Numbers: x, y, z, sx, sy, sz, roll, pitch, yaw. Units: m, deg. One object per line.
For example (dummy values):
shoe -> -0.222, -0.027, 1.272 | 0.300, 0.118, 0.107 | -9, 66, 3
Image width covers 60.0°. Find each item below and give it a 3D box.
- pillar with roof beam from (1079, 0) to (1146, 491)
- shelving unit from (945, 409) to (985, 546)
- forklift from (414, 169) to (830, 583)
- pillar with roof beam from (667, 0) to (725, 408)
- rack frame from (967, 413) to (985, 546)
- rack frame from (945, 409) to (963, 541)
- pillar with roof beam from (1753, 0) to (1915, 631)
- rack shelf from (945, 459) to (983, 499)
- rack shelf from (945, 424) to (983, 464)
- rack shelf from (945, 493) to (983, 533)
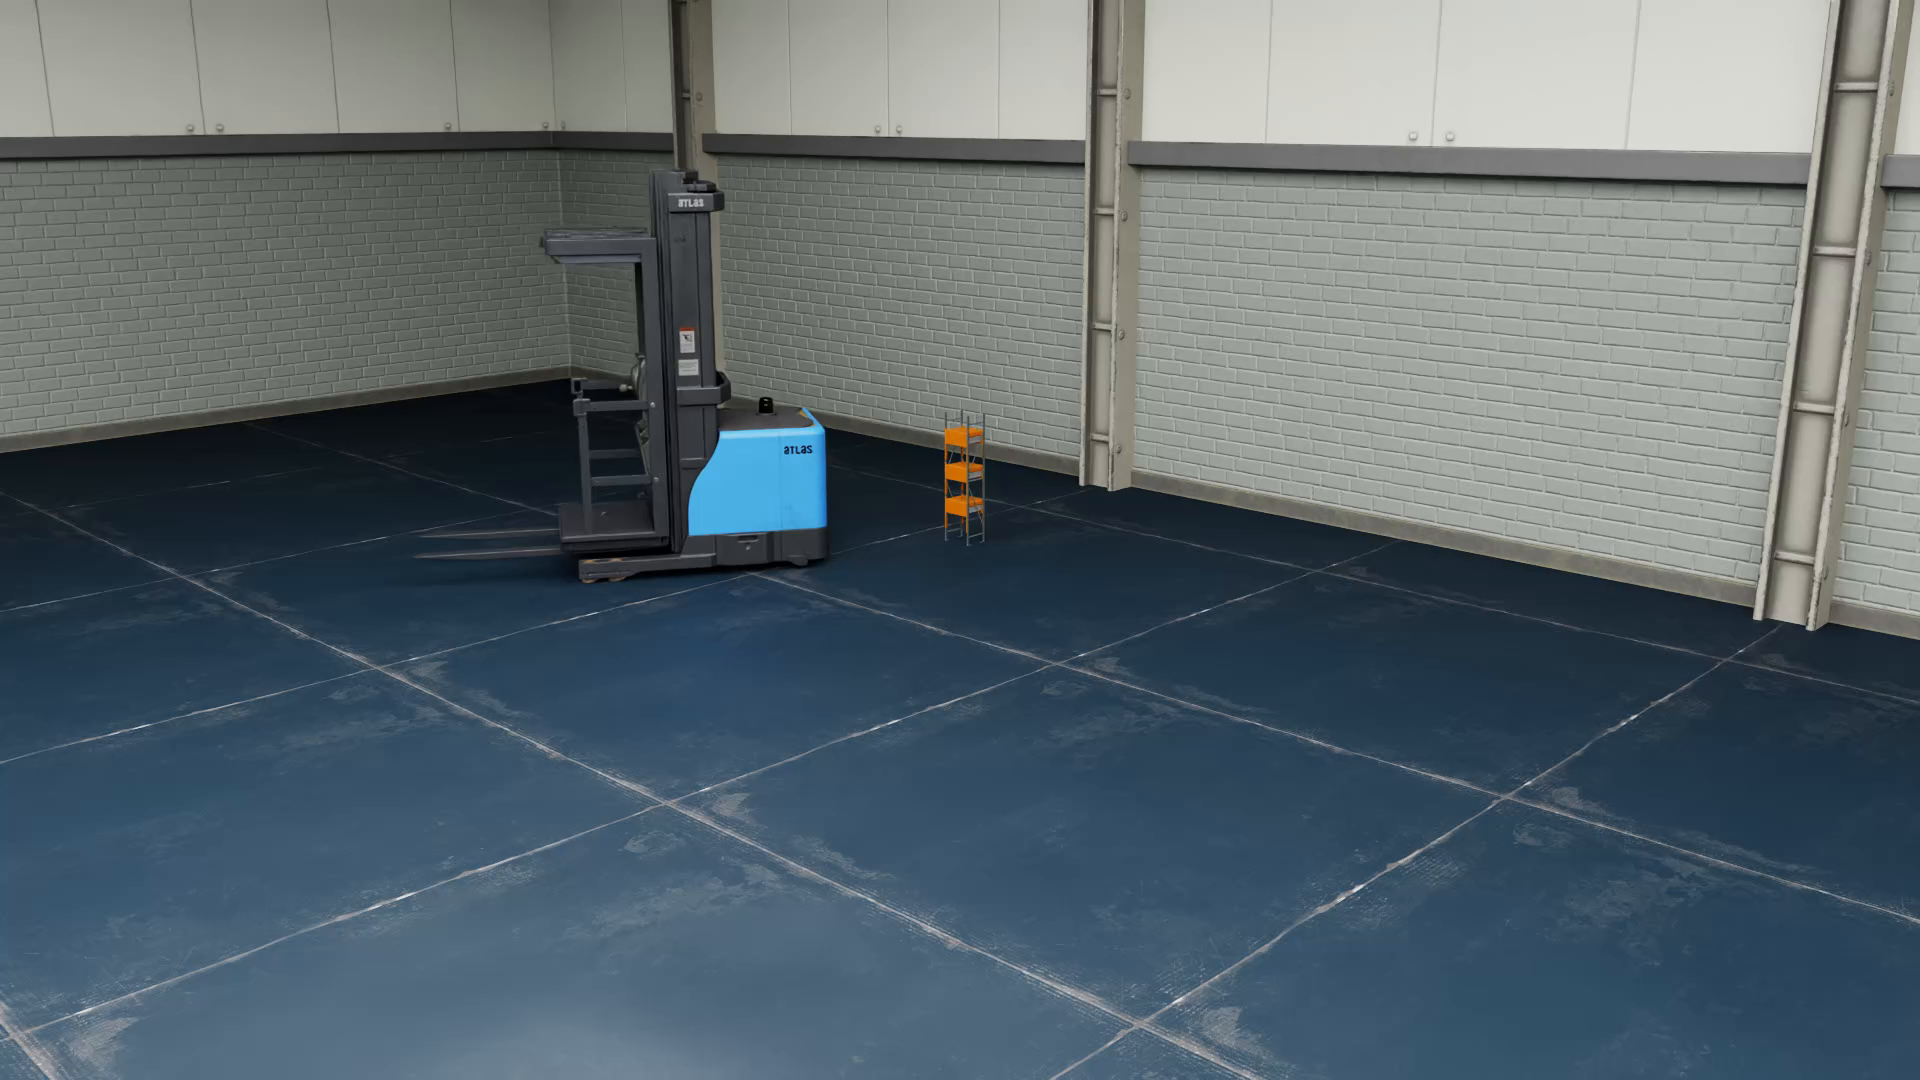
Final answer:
pillar with roof beam -> -1.641, -4.078, 11.237 | 0.400, 9.000, 9.100 | 14, 20, 42
shelving unit -> 0.039, -0.499, 13.264 | 0.252, 1.050, 0.215 | 14, 20, 42
forklift -> -2.569, -1.249, 12.412 | 3.031, 2.935, 1.130 | -4, 15, -13
pillar with roof beam -> -5.960, -5.128, 15.267 | 0.400, 9.000, 9.100 | 14, 20, 42
rack frame -> 0.126, -0.477, 13.182 | 0.008, 1.050, 0.200 | 14, 20, 42
rack frame -> -0.049, -0.520, 13.346 | 0.008, 1.050, 0.200 | 14, 20, 42
pillar with roof beam -> 2.679, -3.028, 7.207 | 0.400, 9.000, 9.100 | 14, 20, 42
rack shelf -> 0.039, -0.488, 13.266 | 0.240, 0.259, 0.215 | 14, 20, 42
rack shelf -> 0.039, -0.763, 13.195 | 0.240, 0.259, 0.215 | 14, 20, 42
rack shelf -> 0.039, -0.219, 13.336 | 0.240, 0.259, 0.215 | 14, 20, 42
